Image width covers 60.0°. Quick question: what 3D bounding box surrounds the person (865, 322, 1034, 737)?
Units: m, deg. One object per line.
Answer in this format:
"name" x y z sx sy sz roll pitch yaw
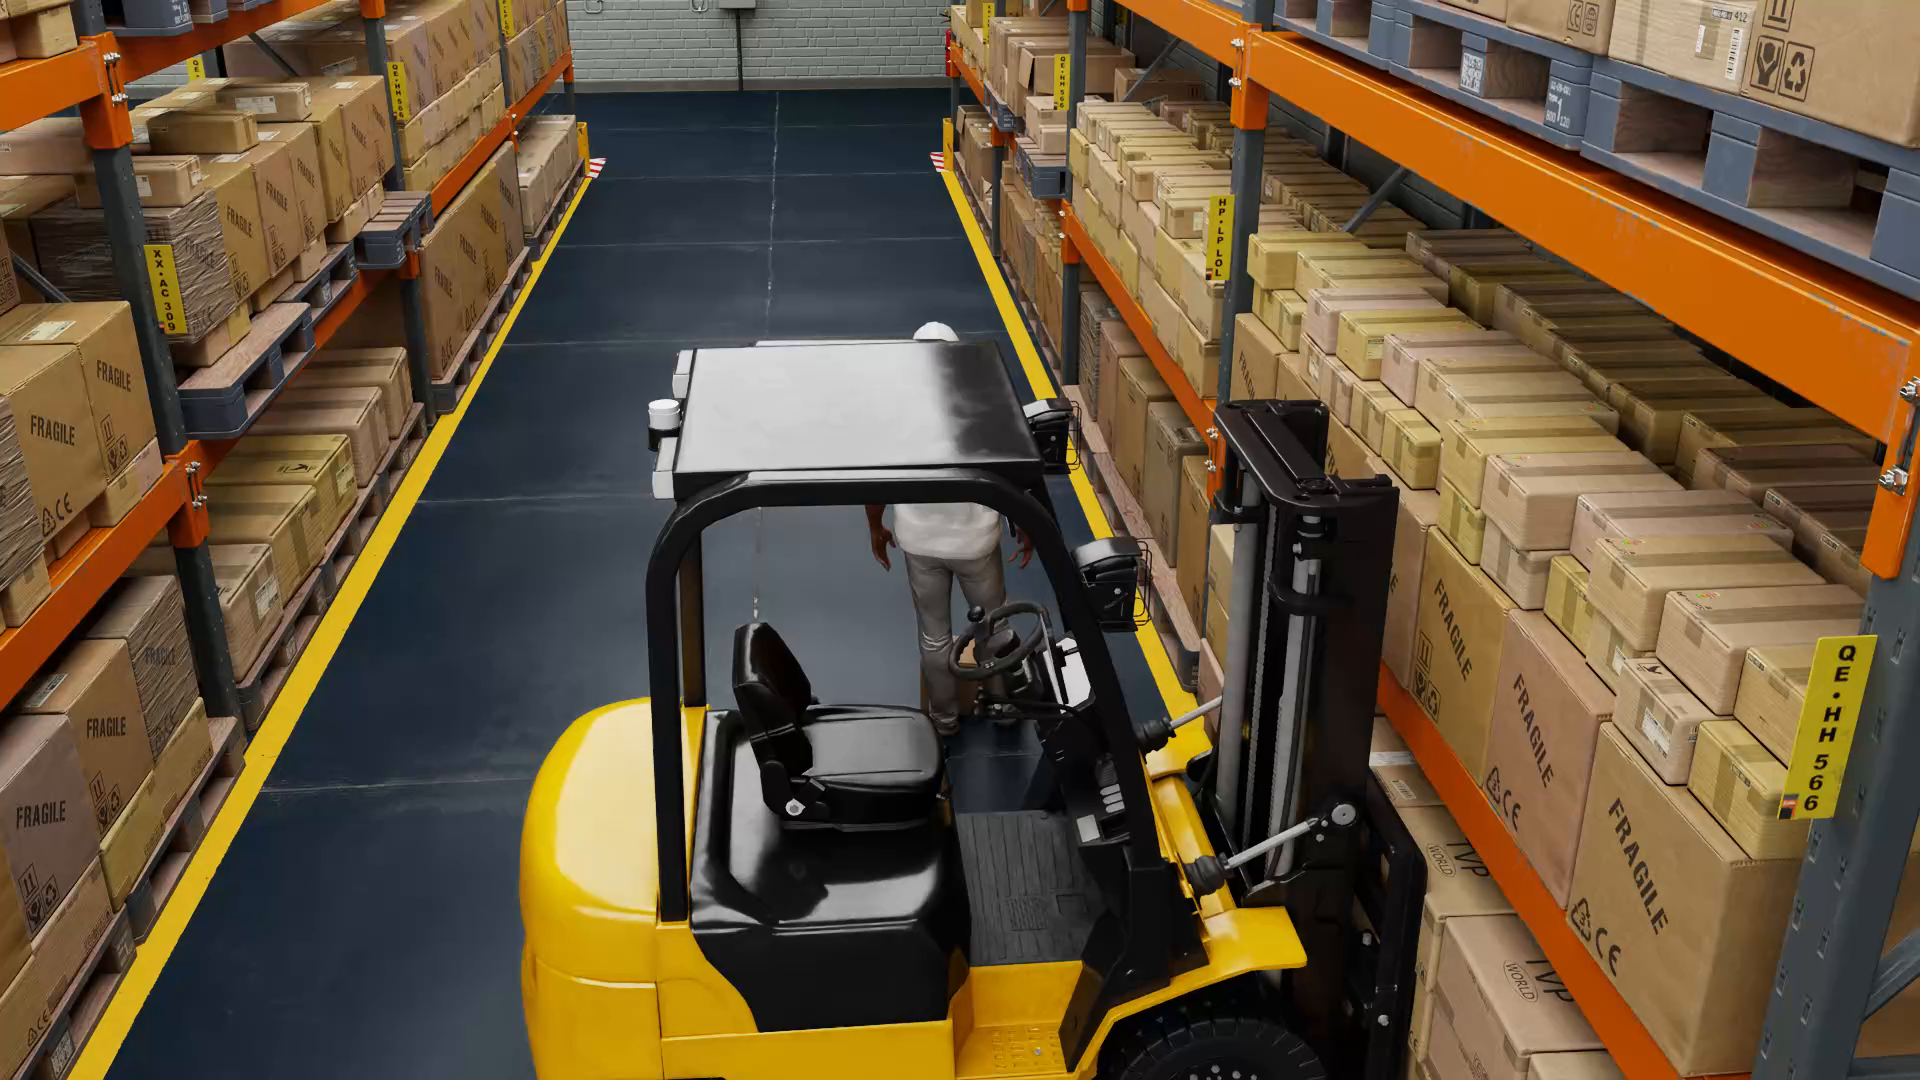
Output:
"person" -0.029 -0.043 6.645 0.665 1.768 0.575 3 24 7
